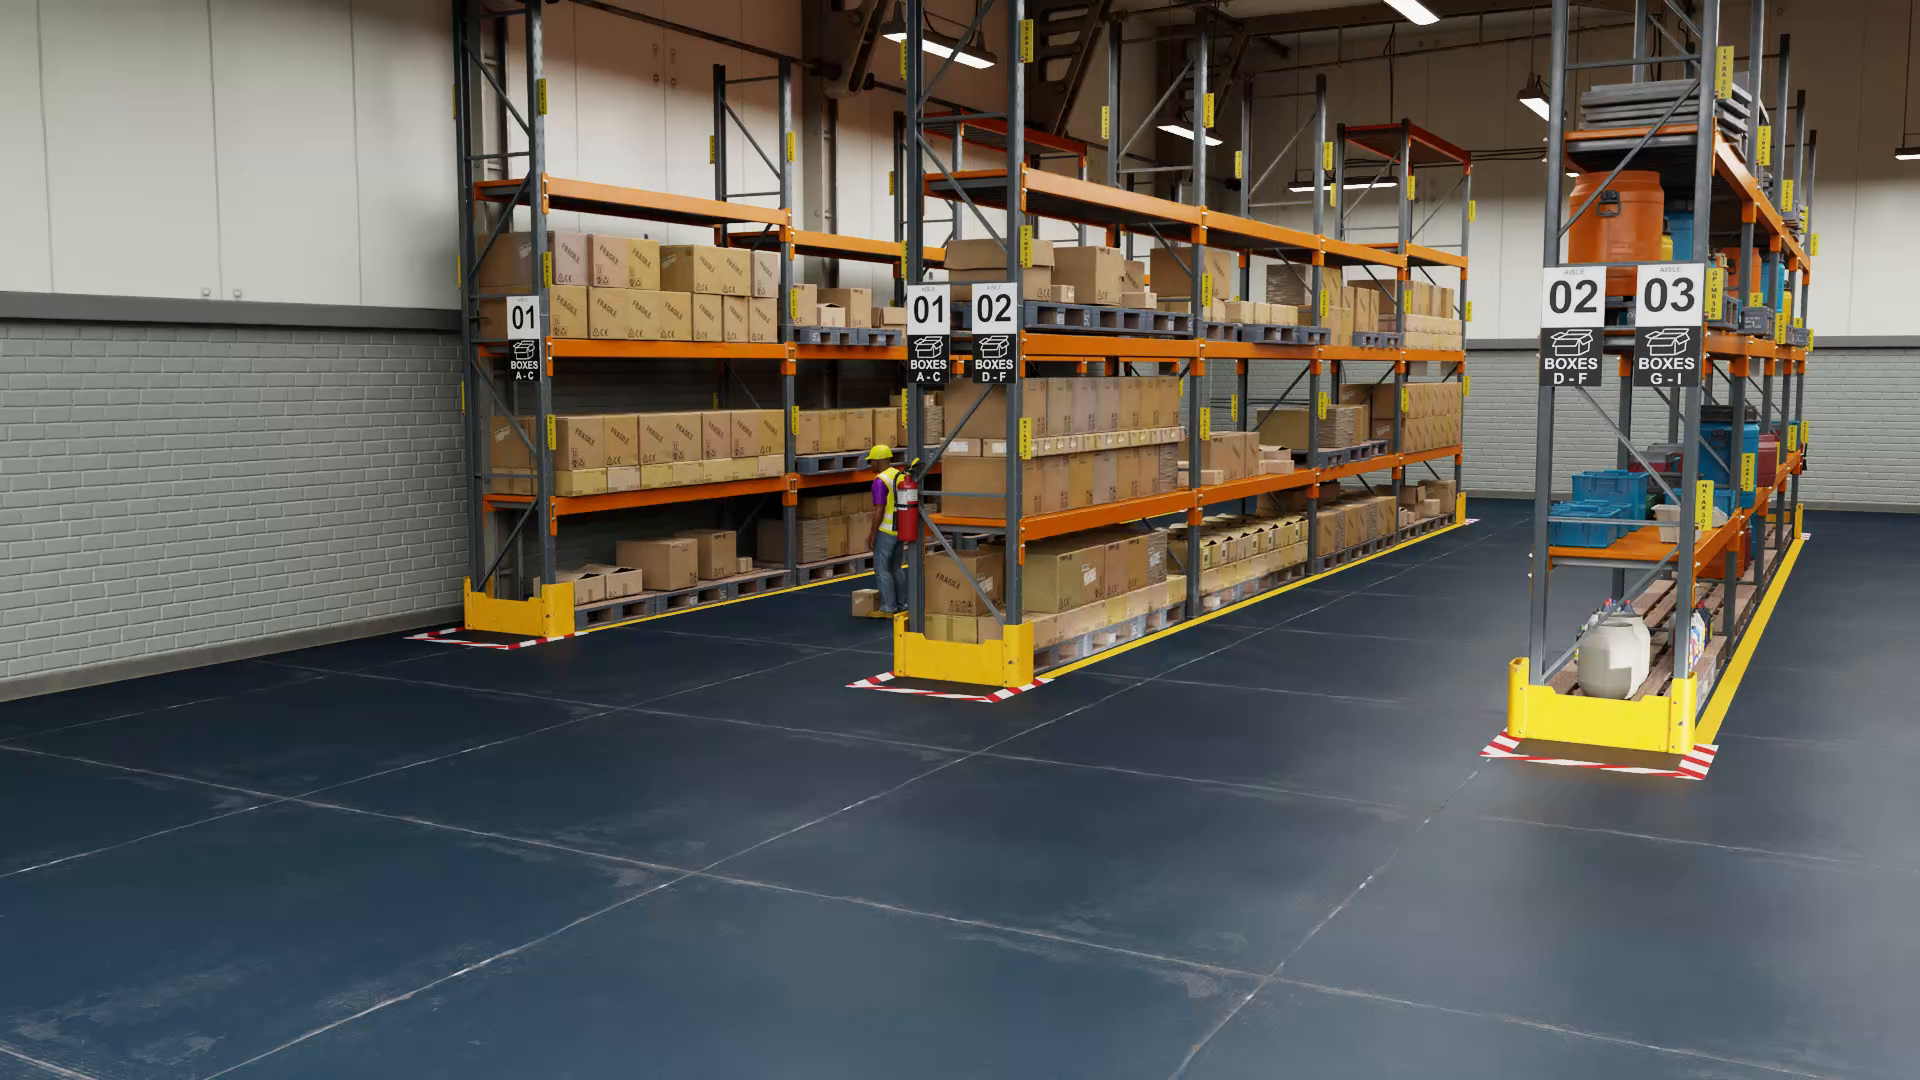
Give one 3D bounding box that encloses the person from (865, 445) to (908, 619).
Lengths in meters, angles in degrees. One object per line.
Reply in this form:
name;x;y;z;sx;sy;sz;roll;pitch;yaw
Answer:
person;-0.742;-0.090;16.924;0.454;1.761;0.636;3;7;26
